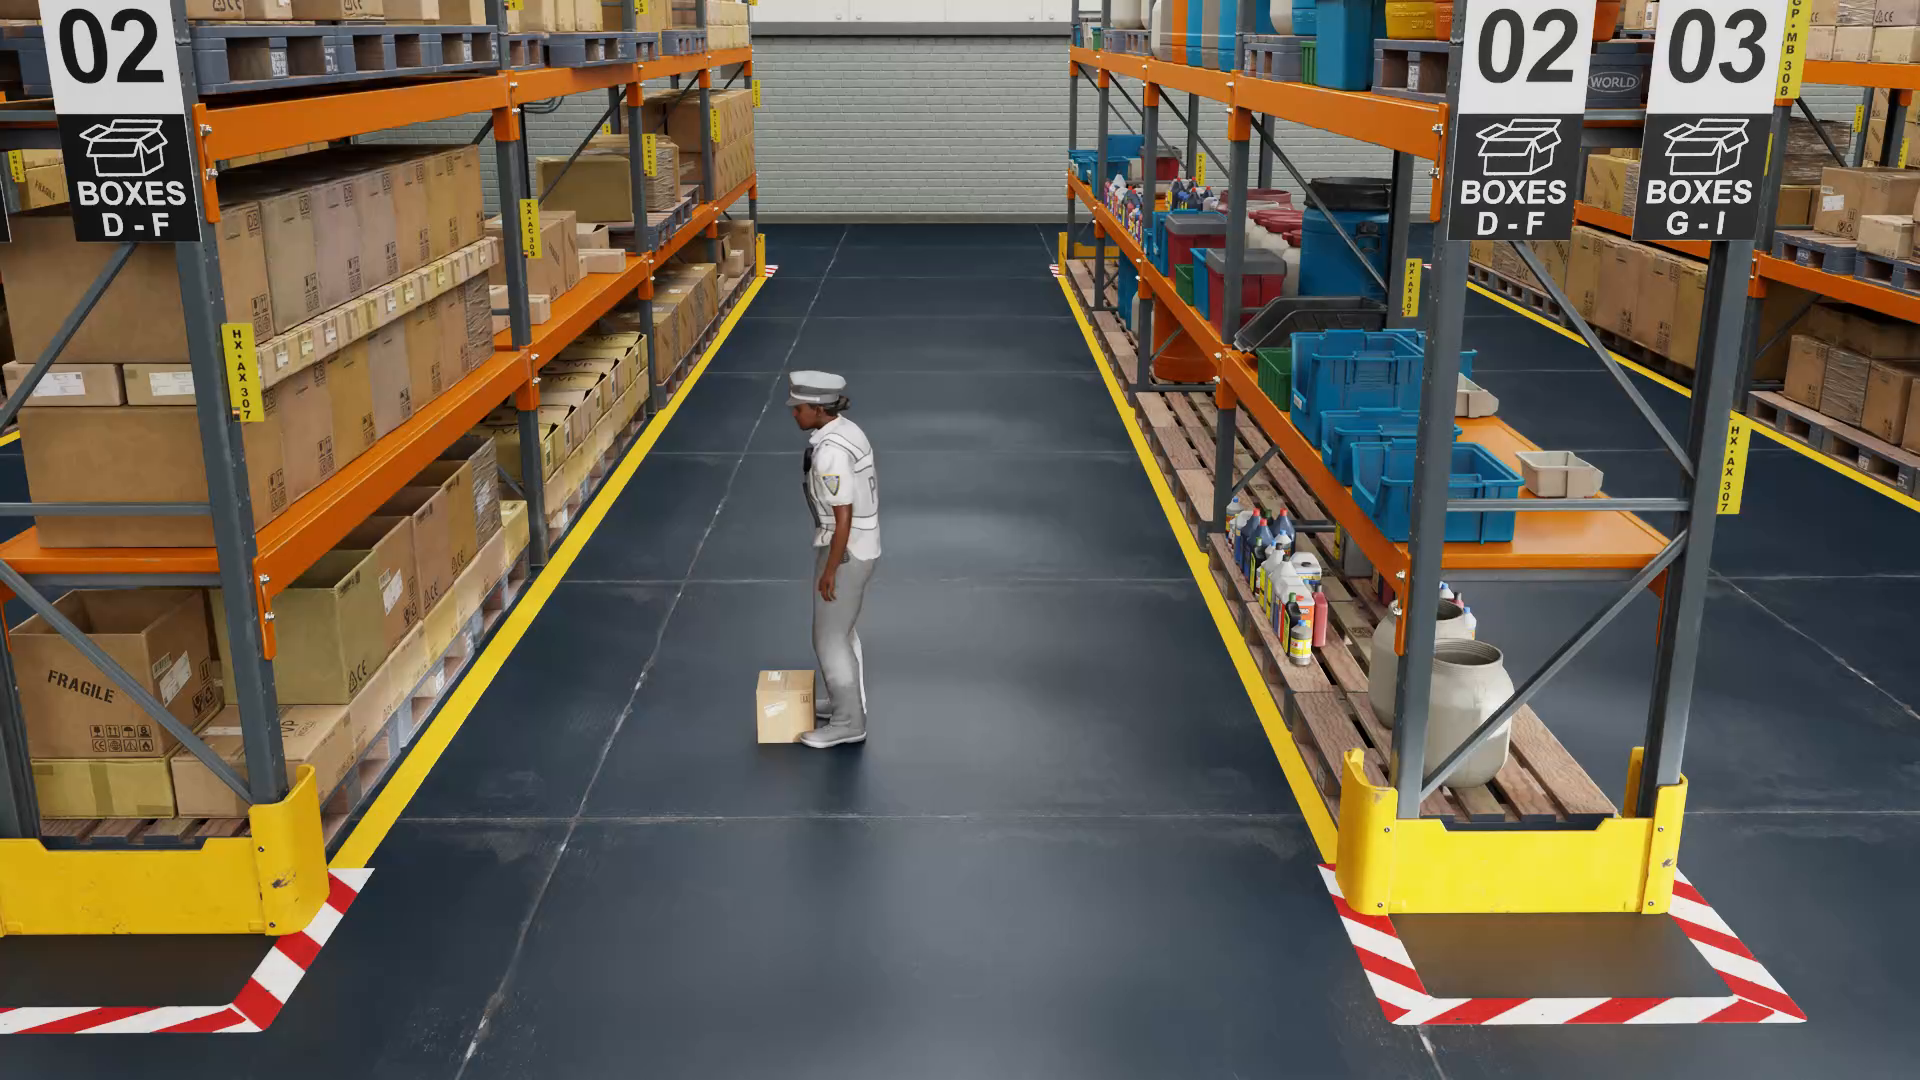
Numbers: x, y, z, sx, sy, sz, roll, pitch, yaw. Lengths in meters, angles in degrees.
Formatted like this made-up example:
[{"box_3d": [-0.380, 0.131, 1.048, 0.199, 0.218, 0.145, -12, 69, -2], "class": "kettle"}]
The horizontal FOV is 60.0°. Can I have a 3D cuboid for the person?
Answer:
[{"box_3d": [-0.544, 0.073, 7.315, 0.396, 1.656, 0.503, 0, 17, -1], "class": "person"}]
